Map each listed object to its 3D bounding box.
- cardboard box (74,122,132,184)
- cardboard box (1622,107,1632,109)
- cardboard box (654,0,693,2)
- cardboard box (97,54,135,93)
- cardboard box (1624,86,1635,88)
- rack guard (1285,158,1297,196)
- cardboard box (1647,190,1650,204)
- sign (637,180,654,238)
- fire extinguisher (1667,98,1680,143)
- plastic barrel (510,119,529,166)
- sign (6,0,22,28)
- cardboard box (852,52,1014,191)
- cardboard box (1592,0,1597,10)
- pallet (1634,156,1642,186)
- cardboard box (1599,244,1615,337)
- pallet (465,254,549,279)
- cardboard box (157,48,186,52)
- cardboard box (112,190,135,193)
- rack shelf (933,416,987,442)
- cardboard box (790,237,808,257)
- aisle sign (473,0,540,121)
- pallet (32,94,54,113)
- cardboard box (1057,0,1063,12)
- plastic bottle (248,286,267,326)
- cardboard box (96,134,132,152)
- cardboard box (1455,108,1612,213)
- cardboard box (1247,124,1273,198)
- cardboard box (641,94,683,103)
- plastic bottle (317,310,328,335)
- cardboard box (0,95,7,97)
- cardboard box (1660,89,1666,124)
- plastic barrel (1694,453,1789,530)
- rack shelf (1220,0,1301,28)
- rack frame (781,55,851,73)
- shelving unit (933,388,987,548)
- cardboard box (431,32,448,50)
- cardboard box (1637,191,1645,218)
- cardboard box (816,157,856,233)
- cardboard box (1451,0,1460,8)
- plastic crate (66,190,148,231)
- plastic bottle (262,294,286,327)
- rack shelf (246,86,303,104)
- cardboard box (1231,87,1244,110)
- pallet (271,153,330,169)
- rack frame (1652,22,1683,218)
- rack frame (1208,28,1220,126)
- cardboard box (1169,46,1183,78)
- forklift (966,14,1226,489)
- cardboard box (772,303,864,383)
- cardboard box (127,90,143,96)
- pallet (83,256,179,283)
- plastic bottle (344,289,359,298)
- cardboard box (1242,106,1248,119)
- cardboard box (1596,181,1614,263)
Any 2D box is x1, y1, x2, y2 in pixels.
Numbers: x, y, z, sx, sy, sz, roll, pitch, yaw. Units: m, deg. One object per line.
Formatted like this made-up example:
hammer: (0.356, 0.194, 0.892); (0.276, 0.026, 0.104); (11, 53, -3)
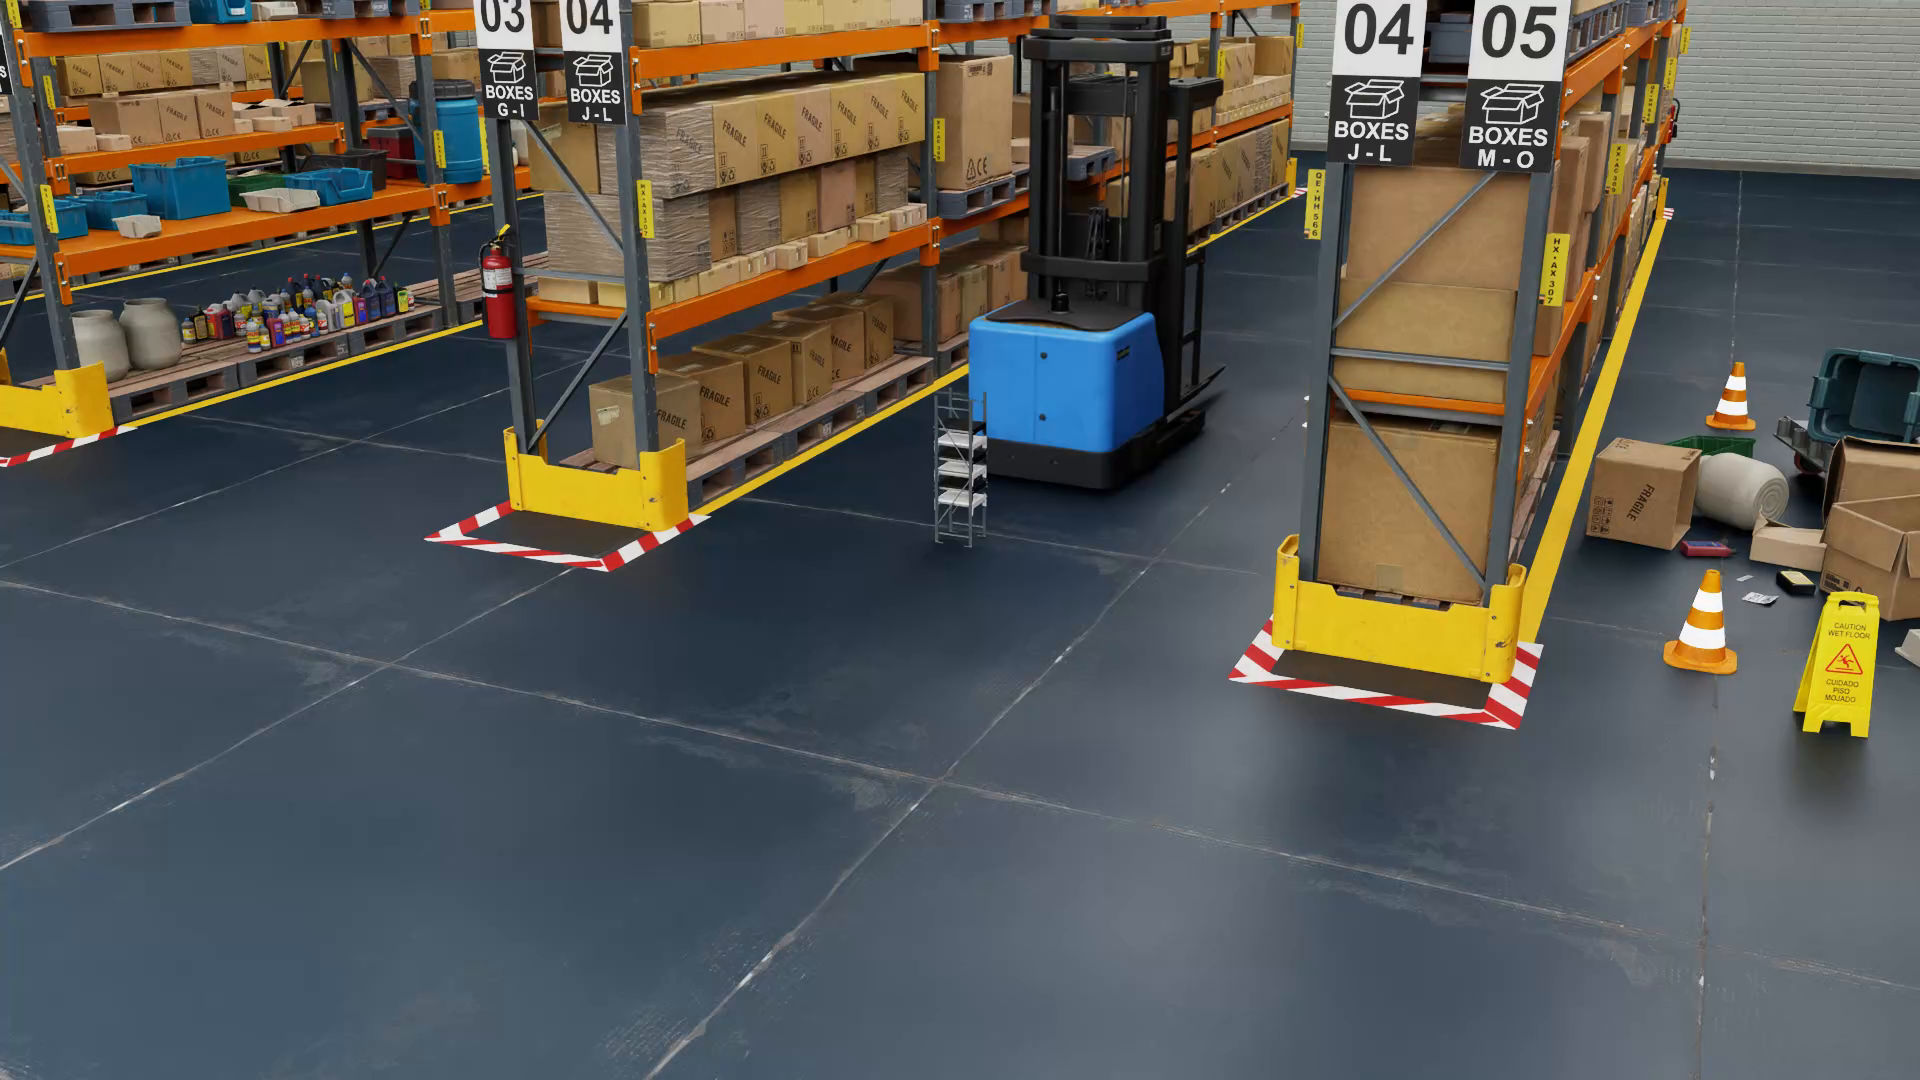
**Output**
cardboard box: (-12.162, -5.441, 23.374); (0.750, 0.750, 0.750); (8, 21, 22)
cardboard box: (6.035, -3.931, 15.405); (0.380, 0.149, 0.250); (8, 21, 22)
cardboard box: (-1.784, -3.214, 9.682); (0.380, 0.149, 0.250); (9, 21, 24)
cardboard box: (-11.928, -6.518, 23.198); (0.500, 0.500, 0.500); (9, 22, 24)
cardboard box: (7.109, -4.732, 17.659); (0.380, 0.149, 0.250); (10, 22, 25)
rack guard: (4.259, -5.286, 24.086); (1.175, 0.500, 0.348); (9, 21, 23)
cardboard box: (7.916, -4.043, 19.602); (0.380, 0.149, 0.250); (9, 21, 24)
sign: (-1.807, -1.899, 9.539); (0.100, 0.325, 0.005); (9, 21, 23)
fire extinguisher: (9.257, -5.546, 21.759); (0.296, 0.674, 0.183); (9, 21, 23)
plastic barrel: (-4.291, -4.018, 16.588); (0.433, 0.535, 0.433); (0, 20, 0)
sign: (-6.321, -3.585, 11.084); (0.100, 0.325, 0.005); (9, 21, 23)
cardboard box: (-0.211, -3.492, 13.789); (1.000, 1.000, 1.000); (9, 21, 23)
cardboard box: (2.924, -2.686, 8.168); (0.380, 0.149, 0.250); (9, 21, 23)
pallet: (5.652, -3.441, 15.455); (1.213, 0.211, 1.003); (9, 21, 23)
cardboard box: (5.126, -2.263, 14.587); (1.050, 0.750, 0.750); (8, 21, 22)
pallet: (-4.399, -2.773, 17.452); (1.003, 0.211, 1.213); (9, 21, 23)
cardboard box: (-11.538, -7.178, 23.933); (0.500, 0.250, 0.500); (8, 21, 22)
cardboard box: (-9.382, -3.790, 18.789); (0.500, 0.311, 0.500); (8, 21, 23)
rack shelf: (0.003, -0.649, 9.746); (0.258, 0.077, 0.200); (9, 21, 23)
cardboard box: (-1.284, -2.041, 11.606); (0.380, 0.149, 0.250); (9, 21, 23)
aisle sign: (-2.601, -2.812, 9.520); (0.394, 0.787, 0.004); (9, 21, 23)
pallet: (-12.778, -5.727, 21.881); (1.213, 0.211, 1.003); (9, 21, 23)
cardboard box: (0.604, -4.868, 14.926); (0.500, 0.250, 0.500); (9, 22, 24)
plastic bottle: (-6.143, -2.049, 14.551); (0.144, 0.351, 0.185); (8, 21, 22)
cardboard box: (-9.151, -4.273, 17.881); (0.380, 0.149, 0.250); (9, 21, 23)
cardboard box: (3.518, -2.364, 10.303); (0.875, 0.550, 0.550); (9, 21, 23)
cardboard box: (3.688, -5.168, 22.569); (0.875, 0.875, 0.875); (9, 21, 23)
cardboard box: (-2.103, -2.579, 10.659); (0.500, 0.500, 0.500); (9, 21, 23)
plastic bottle: (-5.488, -1.873, 14.280); (0.097, 0.201, 0.097); (0, 20, 0)
cardboard box: (-9.876, -4.670, 16.539); (0.700, 0.500, 0.500); (9, 21, 23)
cardboard box: (7.724, -4.978, 18.897); (0.500, 0.500, 0.500); (9, 21, 23)
plastic barrel: (4.754, -0.305, 10.195); (0.421, 0.421, 0.512); (-9, 22, -24)
rack shelf: (3.431, -6.919, 21.545); (1.077, 0.370, 4.000); (9, 21, 23)
rack frame: (-1.907, -5.913, 22.119); (1.000, 3.000, 0.127); (9, 21, 23)
shelving unit: (0.003, -0.426, 9.825); (0.258, 0.900, 0.210); (9, 21, 23)
cardboard box: (-9.507, -8.479, 28.887); (0.980, 0.700, 0.700); (10, 22, 25)
cardboard box: (6.798, -3.478, 17.256); (0.500, 0.250, 0.500); (10, 22, 25)
cardboard box: (-1.255, -2.531, 12.017); (0.875, 0.500, 0.500); (9, 21, 23)
cardboard box: (2.321, -2.774, 8.416); (0.380, 0.149, 0.250); (9, 21, 23)
plastic crate: (-6.618, -2.566, 12.930); (0.499, 0.251, 0.408); (9, 21, 23)
plastic bottle: (-5.998, -2.001, 14.528); (0.152, 0.276, 0.135); (9, 21, 23)
rack shelf: (-10.126, -7.545, 27.781); (1.077, 0.370, 4.000); (9, 21, 23)
cardboard box: (3.251, -5.562, 20.911); (0.500, 0.250, 0.500); (8, 21, 22)
pallet: (-10.563, -6.180, 27.032); (1.003, 0.211, 1.213); (9, 21, 23)
rack frame: (8.733, -5.745, 21.646); (1.000, 3.000, 0.127); (9, 21, 23)
rack frame: (2.612, -5.233, 20.208); (1.000, 3.000, 0.127); (9, 21, 23)
cardboard box: (2.066, -5.349, 18.885); (0.797, 0.503, 0.637); (9, 21, 23)
forklift: (1.144, -2.161, 11.670); (1.130, 2.935, 3.031); (9, 22, 25)
cardboard box: (-1.092, -1.515, 12.856); (0.500, 0.500, 0.500); (17, 26, 40)
cardboard box: (-11.851, -6.329, 23.634); (0.380, 0.149, 0.250); (9, 21, 24)
pallet: (-9.434, -3.065, 18.272); (1.003, 0.211, 1.213); (9, 21, 23)
plastic bottle: (-5.408, -2.109, 14.831); (0.152, 0.276, 0.135); (9, 21, 23)
cardboard box: (3.462, -5.480, 21.275); (0.380, 0.149, 0.250); (8, 21, 22)
cardboard box: (4.280, -2.247, 11.662); (0.500, 0.500, 0.500); (9, 21, 23)
